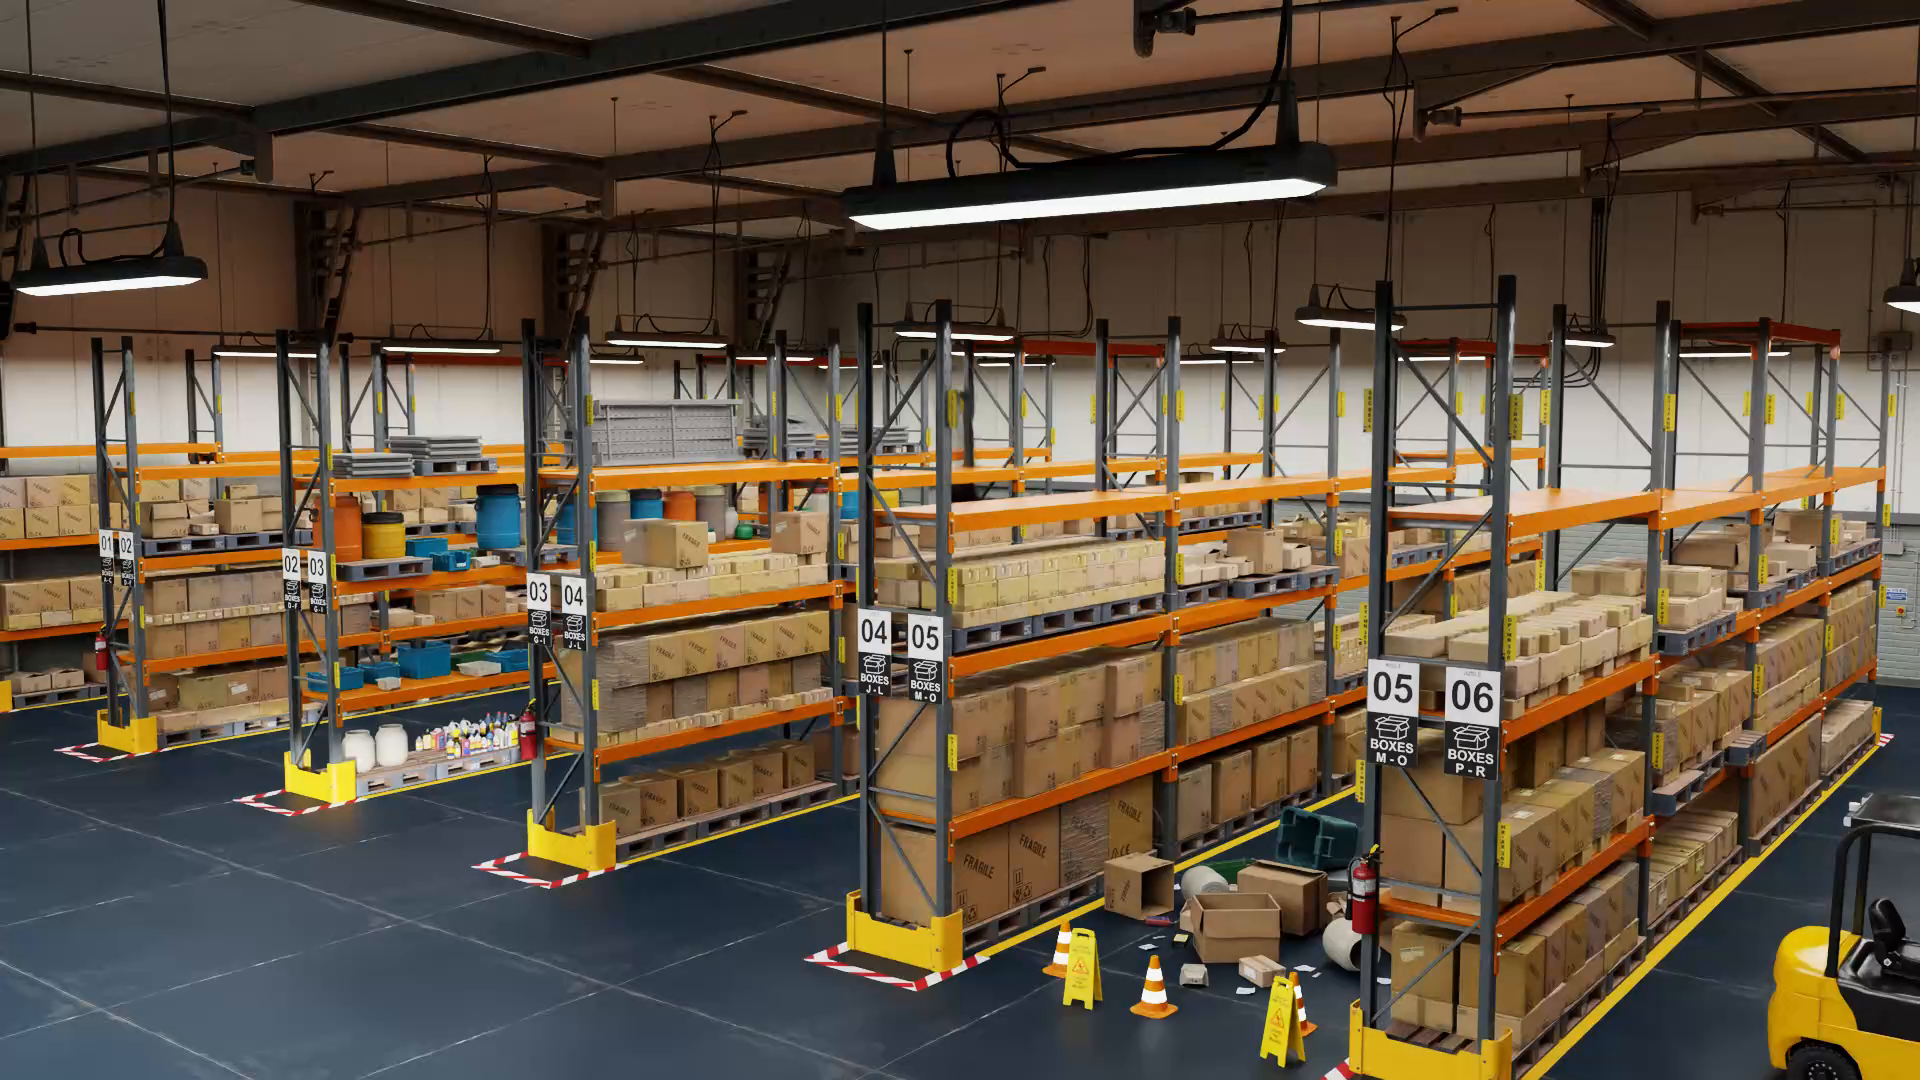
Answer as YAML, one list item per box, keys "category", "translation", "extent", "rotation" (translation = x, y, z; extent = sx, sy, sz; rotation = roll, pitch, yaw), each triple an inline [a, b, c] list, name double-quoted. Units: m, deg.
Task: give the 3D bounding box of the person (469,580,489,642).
- category: "person"
  translation: [-9.282, 1.549, 32.328]
  extent: [0.562, 1.609, 0.589]
  rotation: [3, 6, 27]
